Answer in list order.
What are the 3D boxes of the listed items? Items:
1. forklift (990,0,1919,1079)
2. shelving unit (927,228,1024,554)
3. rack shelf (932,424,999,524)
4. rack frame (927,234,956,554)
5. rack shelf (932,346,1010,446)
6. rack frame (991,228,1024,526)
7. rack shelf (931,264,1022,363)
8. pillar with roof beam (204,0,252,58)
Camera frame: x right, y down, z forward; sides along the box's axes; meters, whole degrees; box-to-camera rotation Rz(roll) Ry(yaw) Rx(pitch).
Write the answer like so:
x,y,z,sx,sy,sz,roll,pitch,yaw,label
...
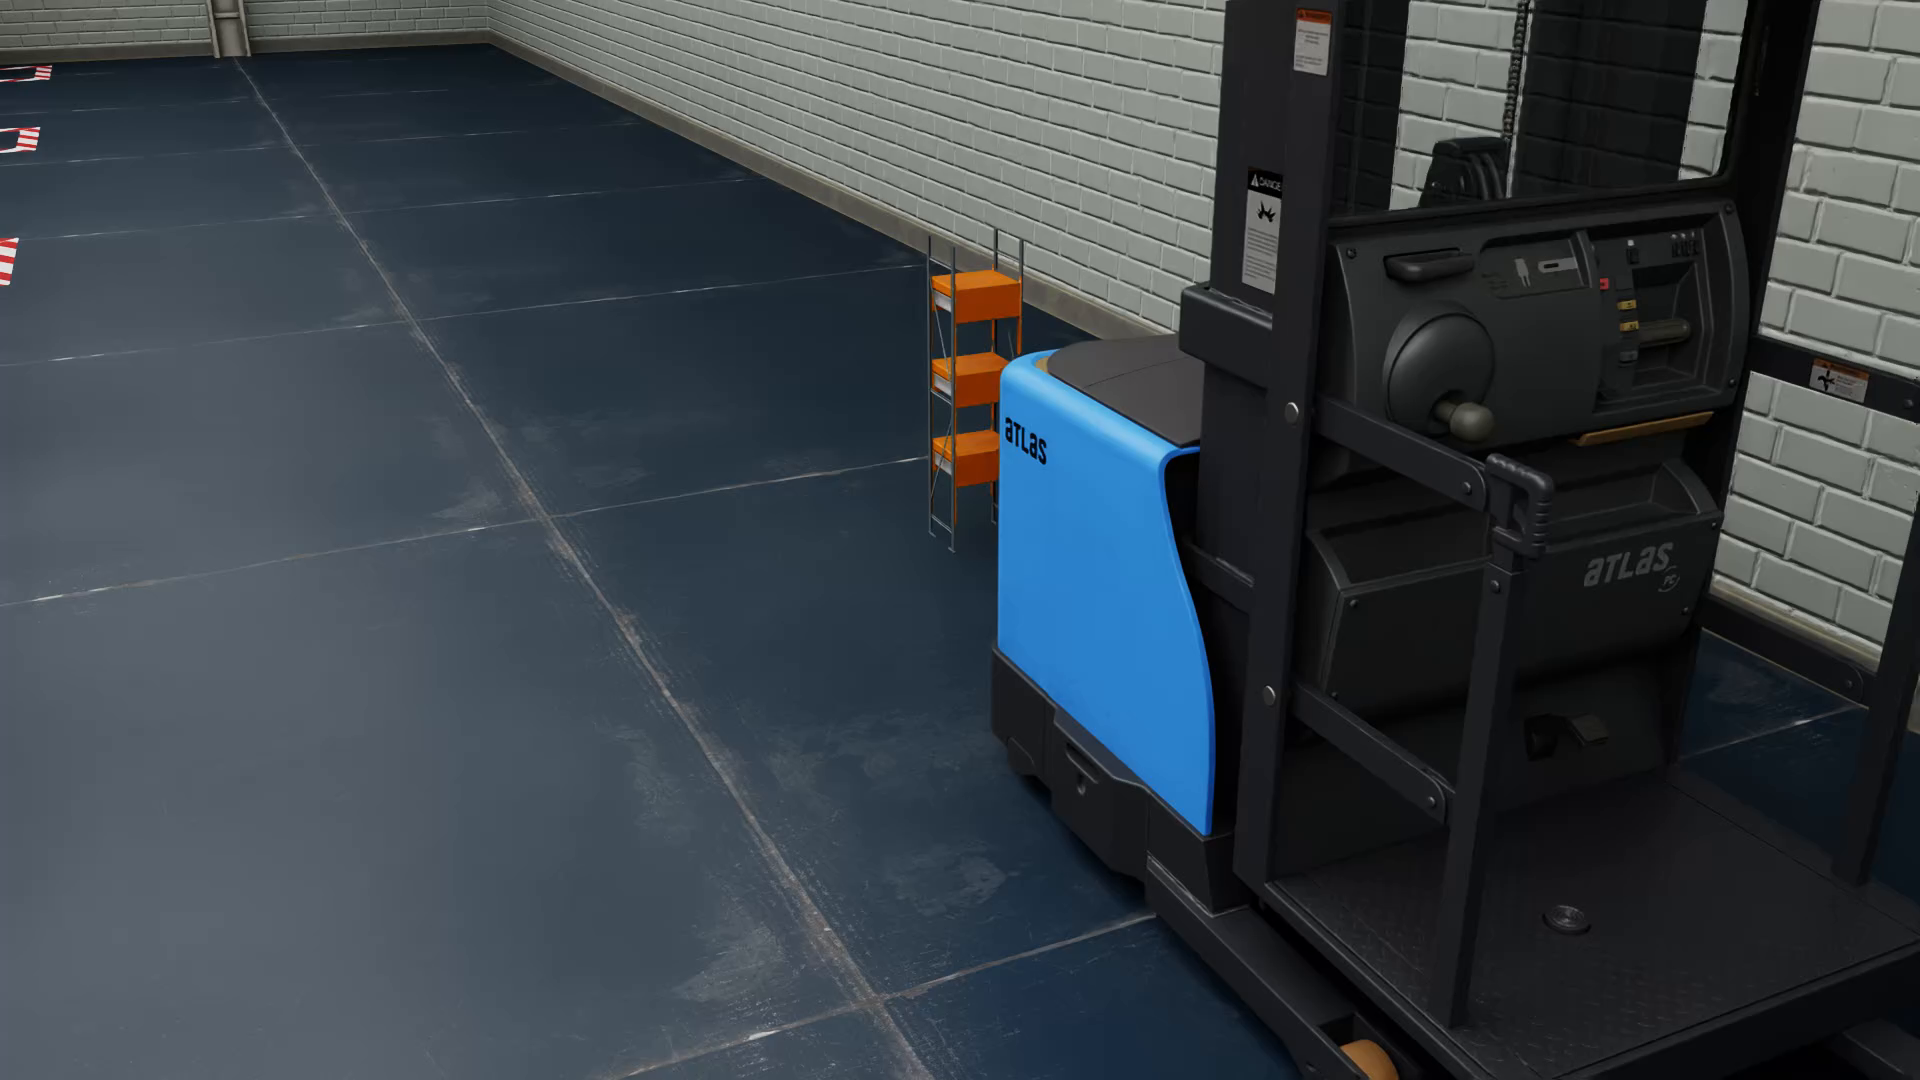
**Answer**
x,y,z,sx,sy,sz,roll,pitch,yaw,label
1.162,-0.377,2.829,1.130,2.935,3.031,-10,25,-23,forklift
0.048,-0.494,5.571,0.252,1.050,0.215,-10,25,-24,shelving unit
0.048,-0.227,5.681,0.240,0.259,0.215,-10,25,-24,rack shelf
-0.062,-0.474,5.522,0.008,1.050,0.200,-10,25,-24,rack frame
0.048,-0.484,5.575,0.240,0.259,0.215,-10,25,-24,rack shelf
0.158,-0.514,5.620,0.008,1.050,0.200,-10,25,-24,rack frame
0.048,-0.746,5.466,0.240,0.259,0.215,-10,25,-24,rack shelf
-6.628,-8.332,14.113,0.400,9.000,9.100,-10,25,-24,pillar with roof beam
